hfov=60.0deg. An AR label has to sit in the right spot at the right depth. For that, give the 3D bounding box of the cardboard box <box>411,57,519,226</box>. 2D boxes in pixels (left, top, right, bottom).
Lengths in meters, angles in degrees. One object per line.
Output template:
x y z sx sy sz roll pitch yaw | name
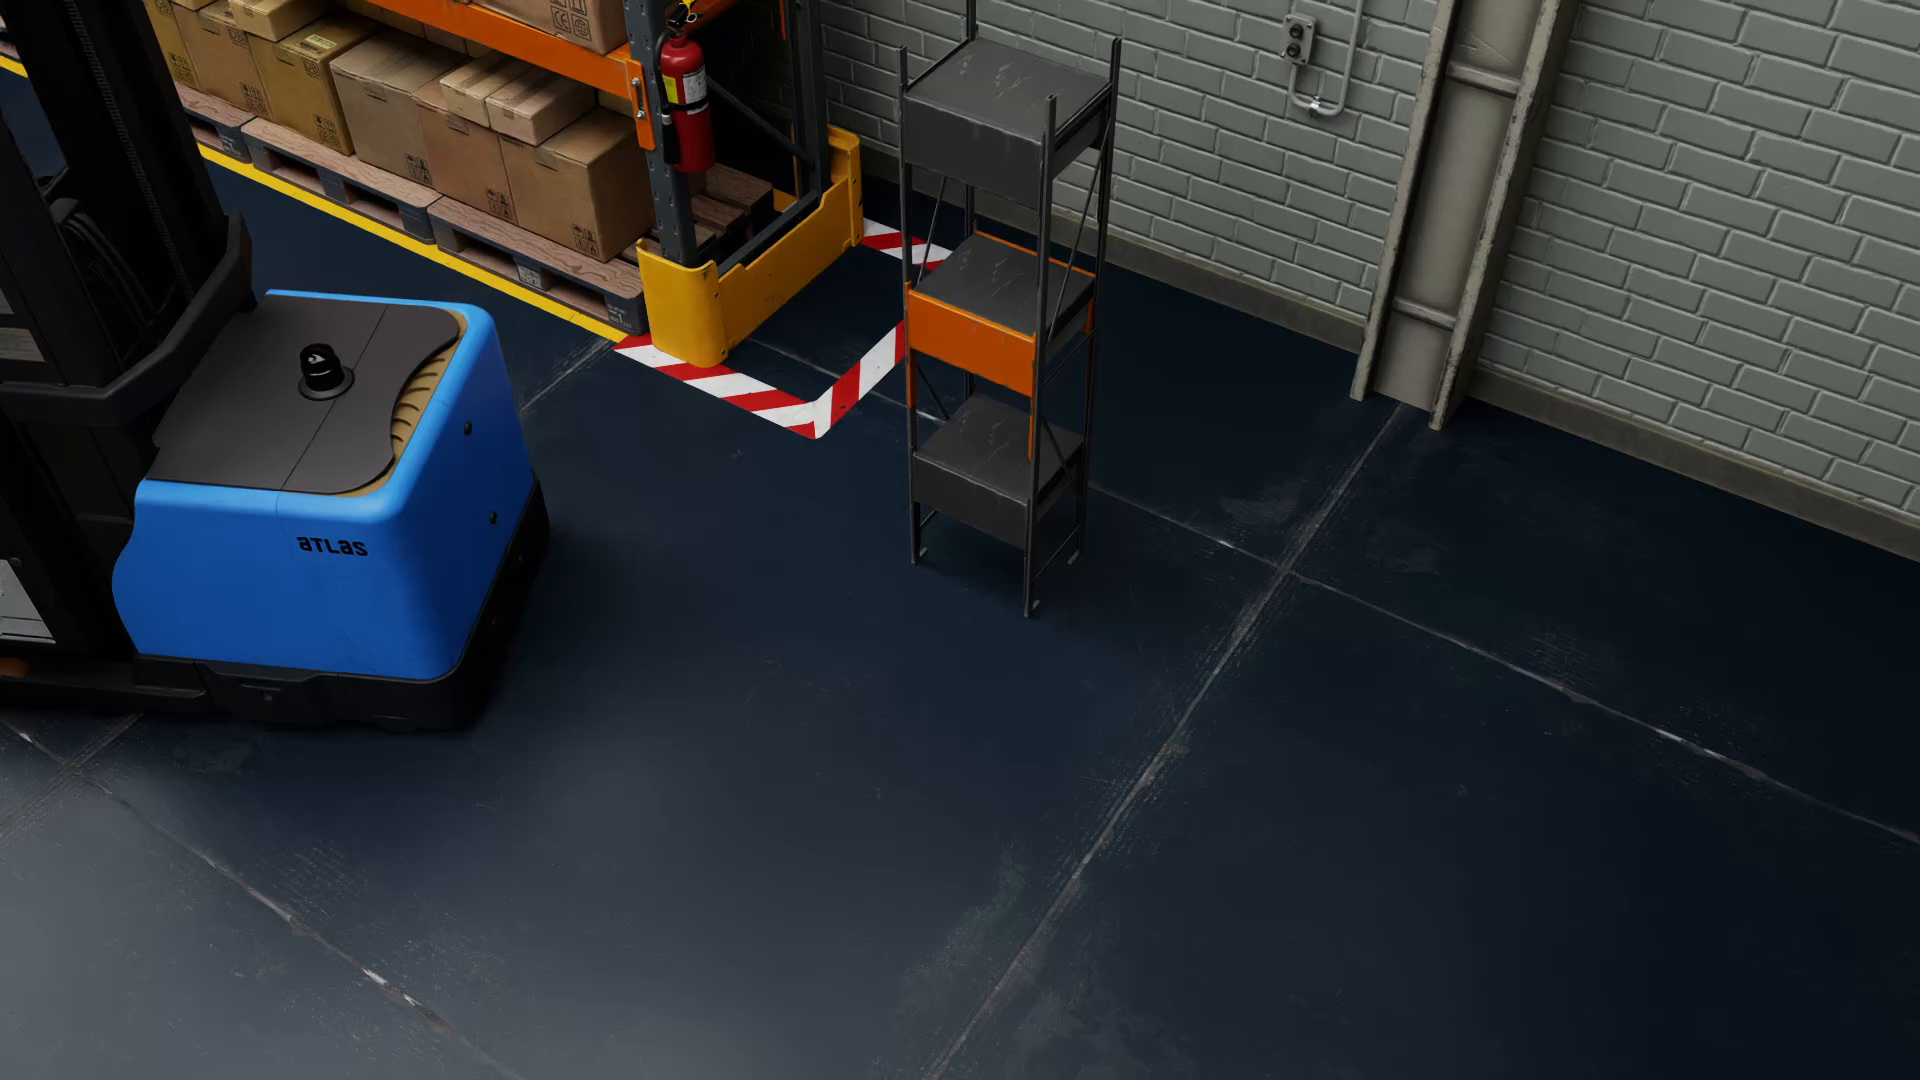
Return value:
-1.958 -1.852 7.409 0.500 0.500 0.700 25 51 22 | cardboard box

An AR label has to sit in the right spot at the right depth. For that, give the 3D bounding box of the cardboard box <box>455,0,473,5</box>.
-1.946 -2.744 6.615 0.700 0.700 0.980 24 51 22 | cardboard box

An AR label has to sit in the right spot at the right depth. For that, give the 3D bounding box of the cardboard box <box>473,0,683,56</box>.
-1.328 -2.469 6.348 0.700 0.700 0.980 27 52 24 | cardboard box

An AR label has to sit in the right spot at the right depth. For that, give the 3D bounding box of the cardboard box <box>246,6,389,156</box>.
-2.834 -2.249 7.794 0.500 0.500 0.700 26 51 23 | cardboard box

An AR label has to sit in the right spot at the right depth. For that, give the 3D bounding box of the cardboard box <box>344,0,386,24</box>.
-2.604 -2.545 7.629 0.250 0.149 0.380 24 50 21 | cardboard box

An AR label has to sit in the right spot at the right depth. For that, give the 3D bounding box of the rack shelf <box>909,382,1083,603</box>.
0.139 -0.170 5.946 0.480 0.518 0.431 25 51 22 | rack shelf

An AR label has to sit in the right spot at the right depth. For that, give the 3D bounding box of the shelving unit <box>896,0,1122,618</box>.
0.139 -0.668 5.435 0.503 2.100 0.431 25 51 22 | shelving unit

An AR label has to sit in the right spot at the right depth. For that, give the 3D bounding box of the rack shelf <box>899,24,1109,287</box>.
0.139 -1.146 4.942 0.480 0.518 0.431 25 51 22 | rack shelf

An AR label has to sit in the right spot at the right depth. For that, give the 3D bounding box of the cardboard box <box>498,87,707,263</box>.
-1.536 -1.659 7.220 0.500 0.500 0.700 25 51 22 | cardboard box

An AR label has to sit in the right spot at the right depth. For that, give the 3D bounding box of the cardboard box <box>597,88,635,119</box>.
-1.323 -1.957 7.058 0.250 0.149 0.380 25 51 22 | cardboard box

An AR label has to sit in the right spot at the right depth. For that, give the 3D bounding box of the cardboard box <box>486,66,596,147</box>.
-1.743 -1.824 6.929 0.250 0.149 0.380 24 51 22 | cardboard box

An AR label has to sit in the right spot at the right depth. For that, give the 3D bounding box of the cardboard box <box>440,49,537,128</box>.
-1.958 -1.923 7.025 0.250 0.149 0.380 26 51 23 | cardboard box

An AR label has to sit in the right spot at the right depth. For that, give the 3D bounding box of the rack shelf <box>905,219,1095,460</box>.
0.139 -0.658 5.444 0.480 0.518 0.431 25 51 22 | rack shelf

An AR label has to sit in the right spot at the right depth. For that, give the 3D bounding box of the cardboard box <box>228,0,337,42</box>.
-3.057 -2.427 7.514 0.250 0.149 0.380 23 50 21 | cardboard box

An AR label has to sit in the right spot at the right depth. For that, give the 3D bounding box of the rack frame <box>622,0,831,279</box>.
-0.893 -2.173 6.270 0.127 3.000 1.000 25 51 22 | rack frame

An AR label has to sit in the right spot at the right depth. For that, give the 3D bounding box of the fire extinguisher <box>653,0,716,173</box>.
-1.015 -1.679 6.104 0.183 0.674 0.296 25 51 22 | fire extinguisher

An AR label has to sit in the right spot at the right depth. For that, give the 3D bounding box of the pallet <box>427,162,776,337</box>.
-1.608 -1.463 7.525 1.213 0.211 1.003 25 51 22 | pallet

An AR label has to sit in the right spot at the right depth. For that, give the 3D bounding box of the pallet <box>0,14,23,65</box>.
-4.950 -3.003 9.021 1.213 0.211 1.003 25 51 22 | pallet

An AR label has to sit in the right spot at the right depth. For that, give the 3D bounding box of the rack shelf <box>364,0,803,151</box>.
-2.577 -2.696 7.280 4.000 0.370 1.077 25 51 22 | rack shelf

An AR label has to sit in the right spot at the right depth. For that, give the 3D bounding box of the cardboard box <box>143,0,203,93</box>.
-3.686 -2.645 8.179 0.500 0.500 0.700 25 51 23 | cardboard box

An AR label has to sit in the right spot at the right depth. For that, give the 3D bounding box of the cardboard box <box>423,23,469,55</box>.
-2.175 -2.348 7.438 0.250 0.149 0.380 25 51 23 | cardboard box

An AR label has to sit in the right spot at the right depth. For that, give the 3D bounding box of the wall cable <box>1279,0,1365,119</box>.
0.695 -2.602 5.979 1.851 1.984 0.084 25 51 22 | wall cable

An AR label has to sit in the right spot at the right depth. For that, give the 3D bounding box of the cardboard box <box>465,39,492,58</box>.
-1.960 -2.250 7.343 0.250 0.149 0.380 25 51 22 | cardboard box

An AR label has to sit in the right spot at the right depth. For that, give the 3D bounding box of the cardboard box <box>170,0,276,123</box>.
-3.265 -2.449 7.988 0.500 0.500 0.700 24 51 22 | cardboard box

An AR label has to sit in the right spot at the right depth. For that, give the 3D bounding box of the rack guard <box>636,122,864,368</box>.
-0.873 -1.292 7.157 0.348 0.500 1.175 25 51 22 | rack guard

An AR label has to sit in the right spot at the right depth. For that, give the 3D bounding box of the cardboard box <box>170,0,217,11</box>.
-3.496 -2.629 7.711 0.250 0.149 0.380 26 51 23 | cardboard box

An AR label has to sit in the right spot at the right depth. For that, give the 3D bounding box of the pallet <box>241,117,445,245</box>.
-2.631 -1.936 7.984 1.213 0.211 1.003 25 51 22 | pallet

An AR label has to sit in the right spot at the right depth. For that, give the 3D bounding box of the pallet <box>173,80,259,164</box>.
-3.662 -2.408 8.443 1.213 0.211 1.003 25 51 22 | pallet

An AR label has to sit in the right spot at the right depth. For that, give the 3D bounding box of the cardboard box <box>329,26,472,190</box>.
-2.381 -2.047 7.597 0.500 0.500 0.700 23 50 21 | cardboard box

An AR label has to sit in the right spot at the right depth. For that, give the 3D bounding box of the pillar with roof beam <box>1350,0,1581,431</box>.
-0.478 -1.141 1.084 0.400 9.000 9.100 25 51 22 | pillar with roof beam

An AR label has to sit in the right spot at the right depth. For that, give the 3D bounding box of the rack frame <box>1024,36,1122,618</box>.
0.345 -0.573 5.343 0.015 2.100 0.400 25 51 22 | rack frame

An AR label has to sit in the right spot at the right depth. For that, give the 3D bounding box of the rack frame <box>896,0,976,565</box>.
-0.066 -0.762 5.526 0.015 2.100 0.400 25 51 22 | rack frame

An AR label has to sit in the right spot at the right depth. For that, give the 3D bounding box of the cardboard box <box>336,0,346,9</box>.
-2.822 -2.645 7.726 0.250 0.149 0.380 25 51 22 | cardboard box

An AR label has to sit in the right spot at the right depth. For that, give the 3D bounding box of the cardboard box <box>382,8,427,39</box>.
-2.391 -2.447 7.534 0.250 0.149 0.380 25 51 22 | cardboard box

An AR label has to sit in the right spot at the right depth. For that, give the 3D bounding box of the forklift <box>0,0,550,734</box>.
-3.082 -0.835 5.018 3.031 2.935 1.130 5 46 5 | forklift
